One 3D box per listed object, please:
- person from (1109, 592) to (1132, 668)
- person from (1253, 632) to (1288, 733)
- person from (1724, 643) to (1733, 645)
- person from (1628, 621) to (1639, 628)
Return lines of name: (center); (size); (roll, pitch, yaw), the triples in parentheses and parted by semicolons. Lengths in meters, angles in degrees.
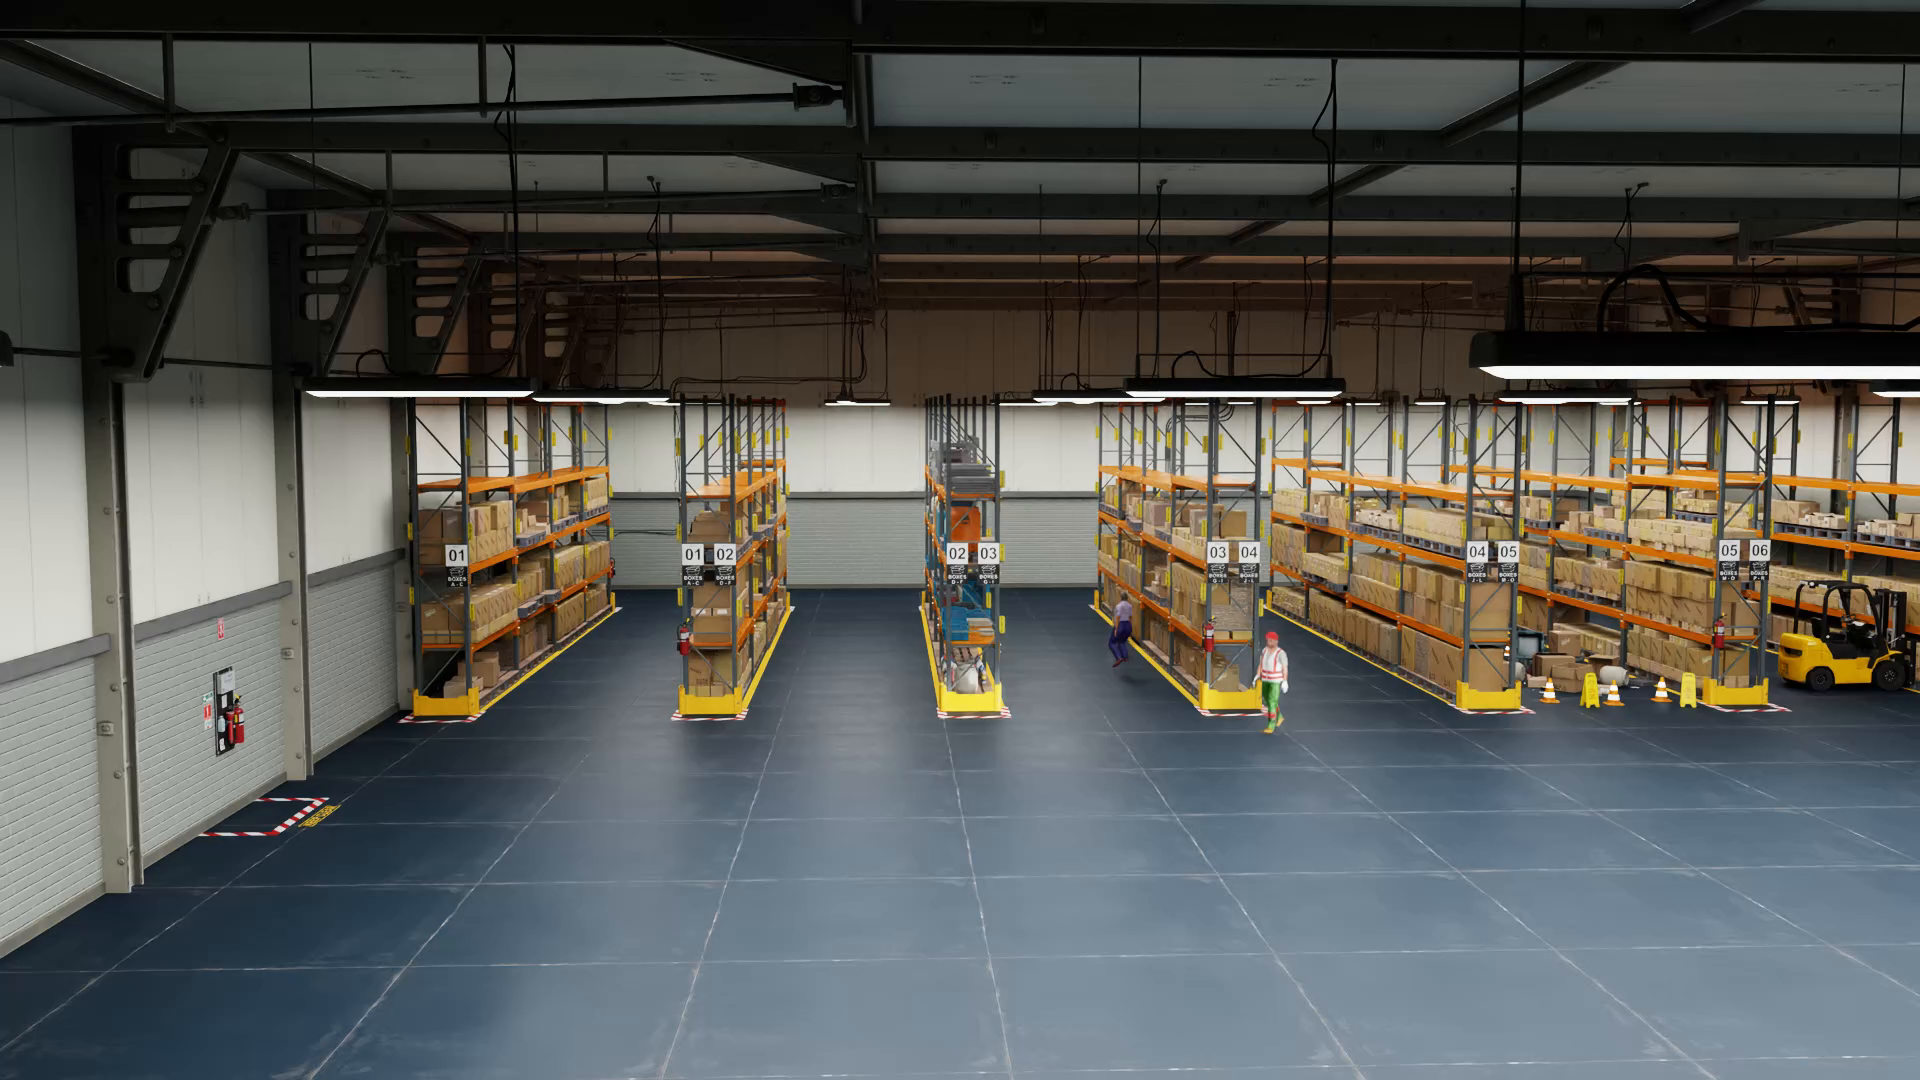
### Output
person: (3.485, 1.921, 35.787); (0.538, 1.616, 0.471); (-2, 5, -25)
person: (5.565, 2.511, 29.518); (0.862, 1.773, 0.528); (-3, 6, -37)
person: (16.693, 2.012, 36.170); (0.661, 1.723, 0.742); (-2, 5, -19)
person: (16.570, 1.719, 40.570); (0.469, 1.602, 0.547); (-2, 5, -24)
